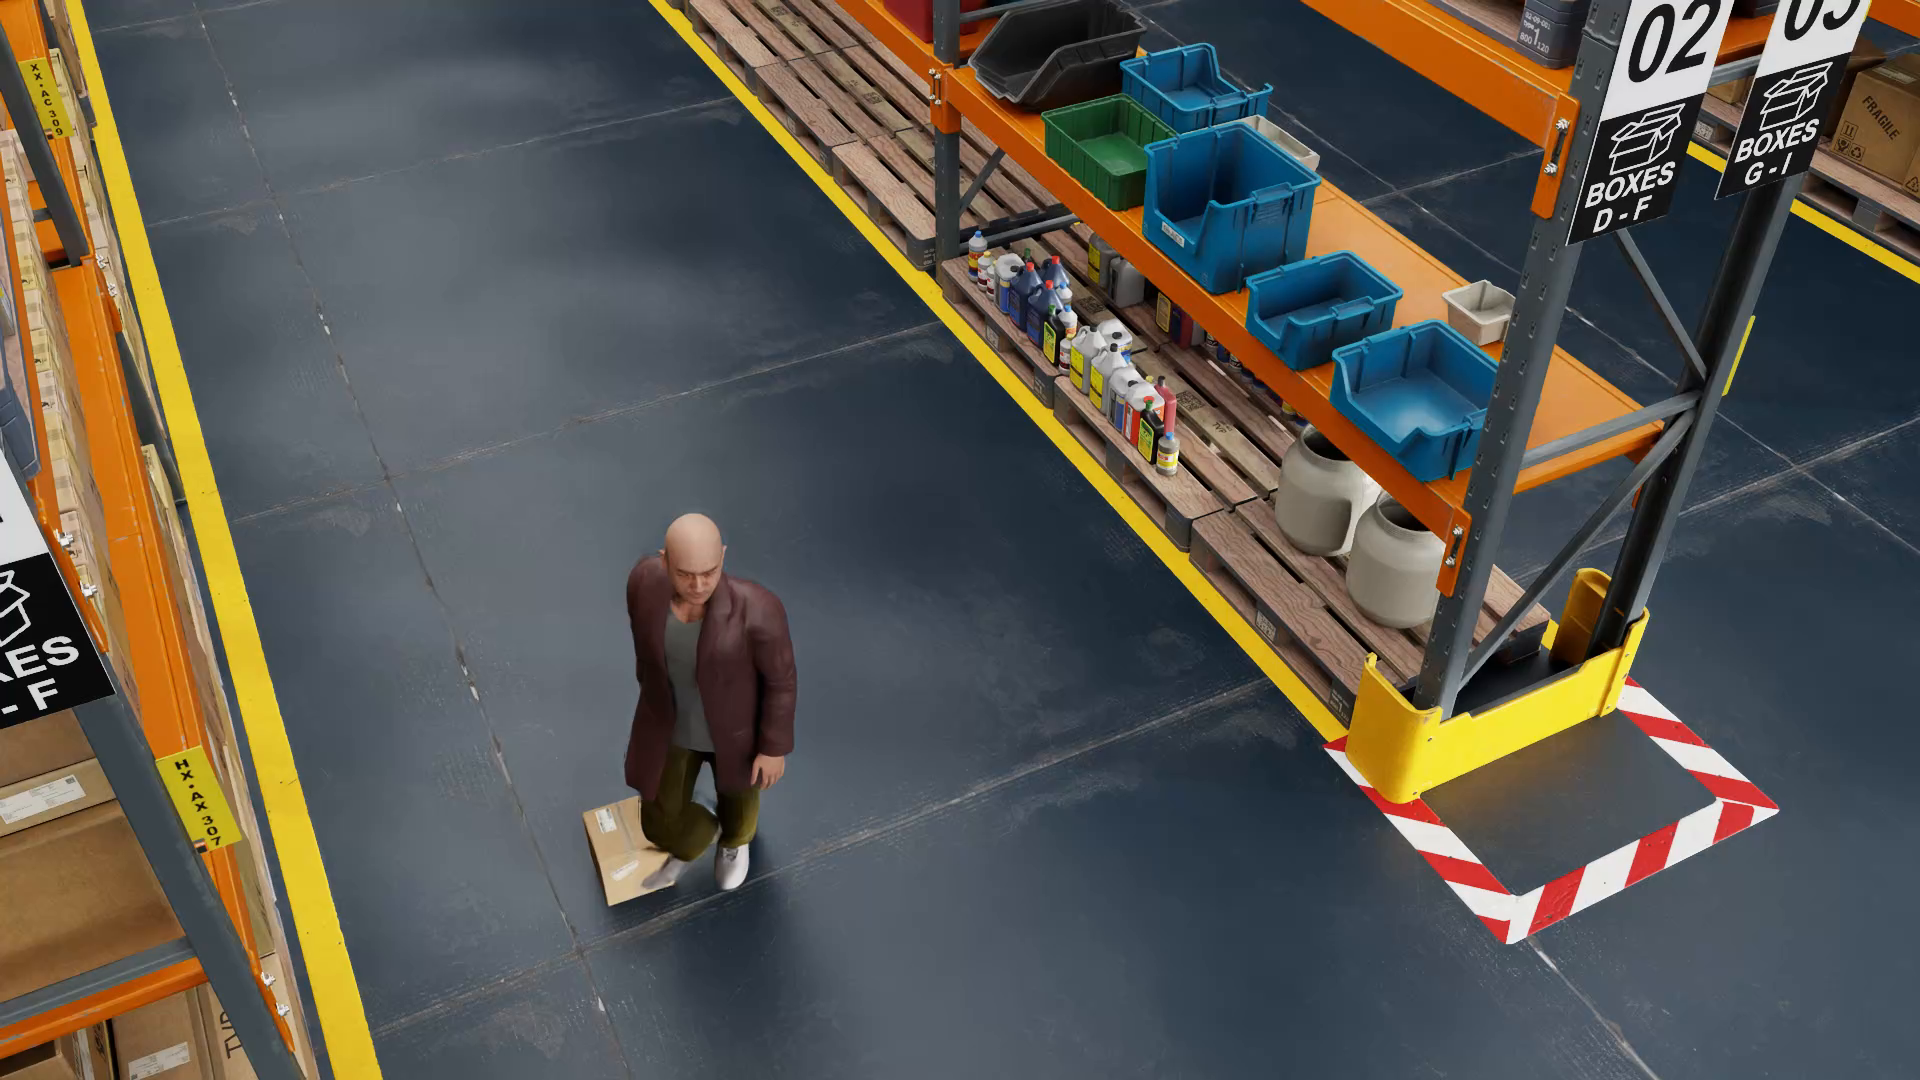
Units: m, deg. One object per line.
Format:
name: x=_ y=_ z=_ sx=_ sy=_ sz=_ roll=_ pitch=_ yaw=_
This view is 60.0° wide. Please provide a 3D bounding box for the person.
person: x=-0.822 y=0.565 z=5.474 sx=0.654 sy=1.765 sz=0.591 roll=6 pitch=41 yaw=7
